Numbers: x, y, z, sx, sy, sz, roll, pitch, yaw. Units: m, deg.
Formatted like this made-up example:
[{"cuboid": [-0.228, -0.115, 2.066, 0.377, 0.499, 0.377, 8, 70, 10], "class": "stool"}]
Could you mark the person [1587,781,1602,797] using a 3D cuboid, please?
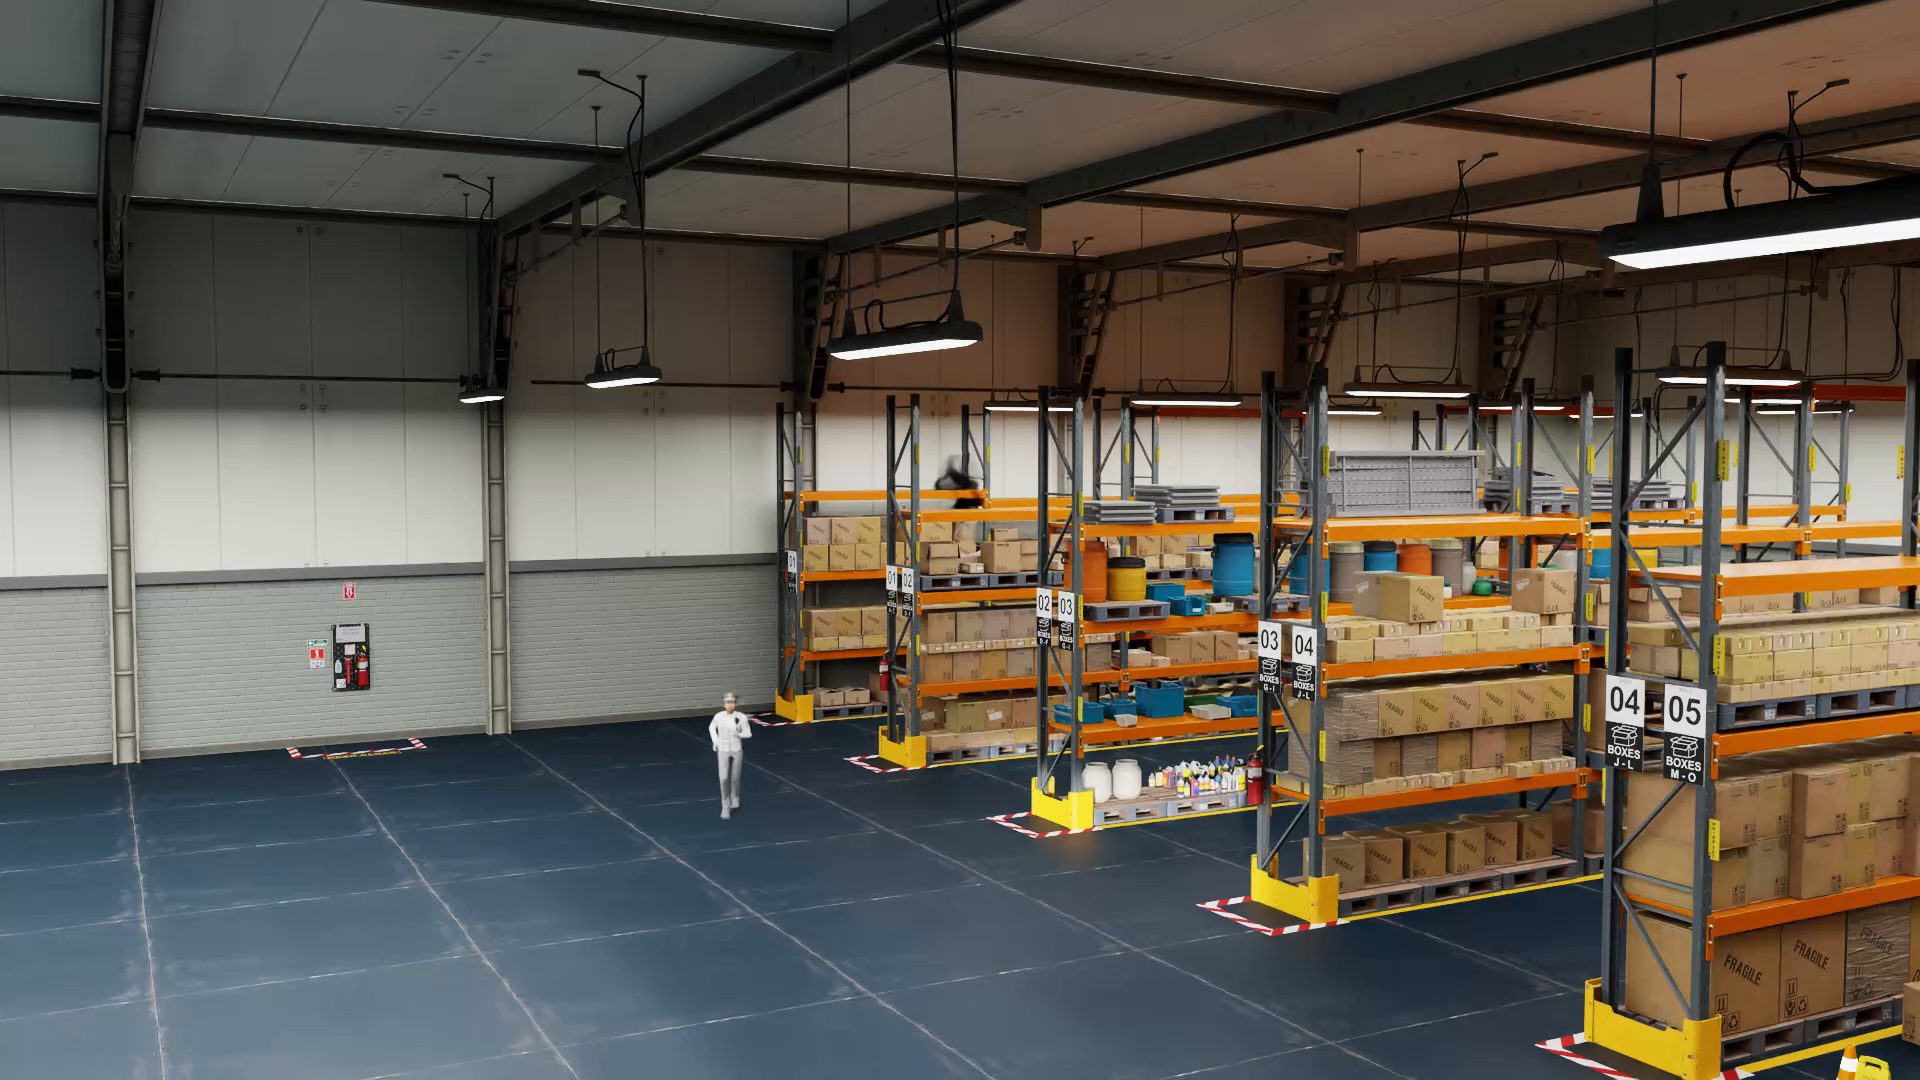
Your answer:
[{"cuboid": [8.955, 2.945, 23.653, 0.755, 1.845, 0.640, -2, 4, -33], "class": "person"}]

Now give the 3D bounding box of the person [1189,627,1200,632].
[{"cuboid": [4.607, 2.483, 32.751, 0.709, 1.726, 0.548, -2, 4, -35], "class": "person"}]

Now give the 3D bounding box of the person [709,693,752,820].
[{"cuboid": [-3.217, 2.998, 23.305, 0.597, 1.747, 0.692, 0, 3, -6], "class": "person"}]
